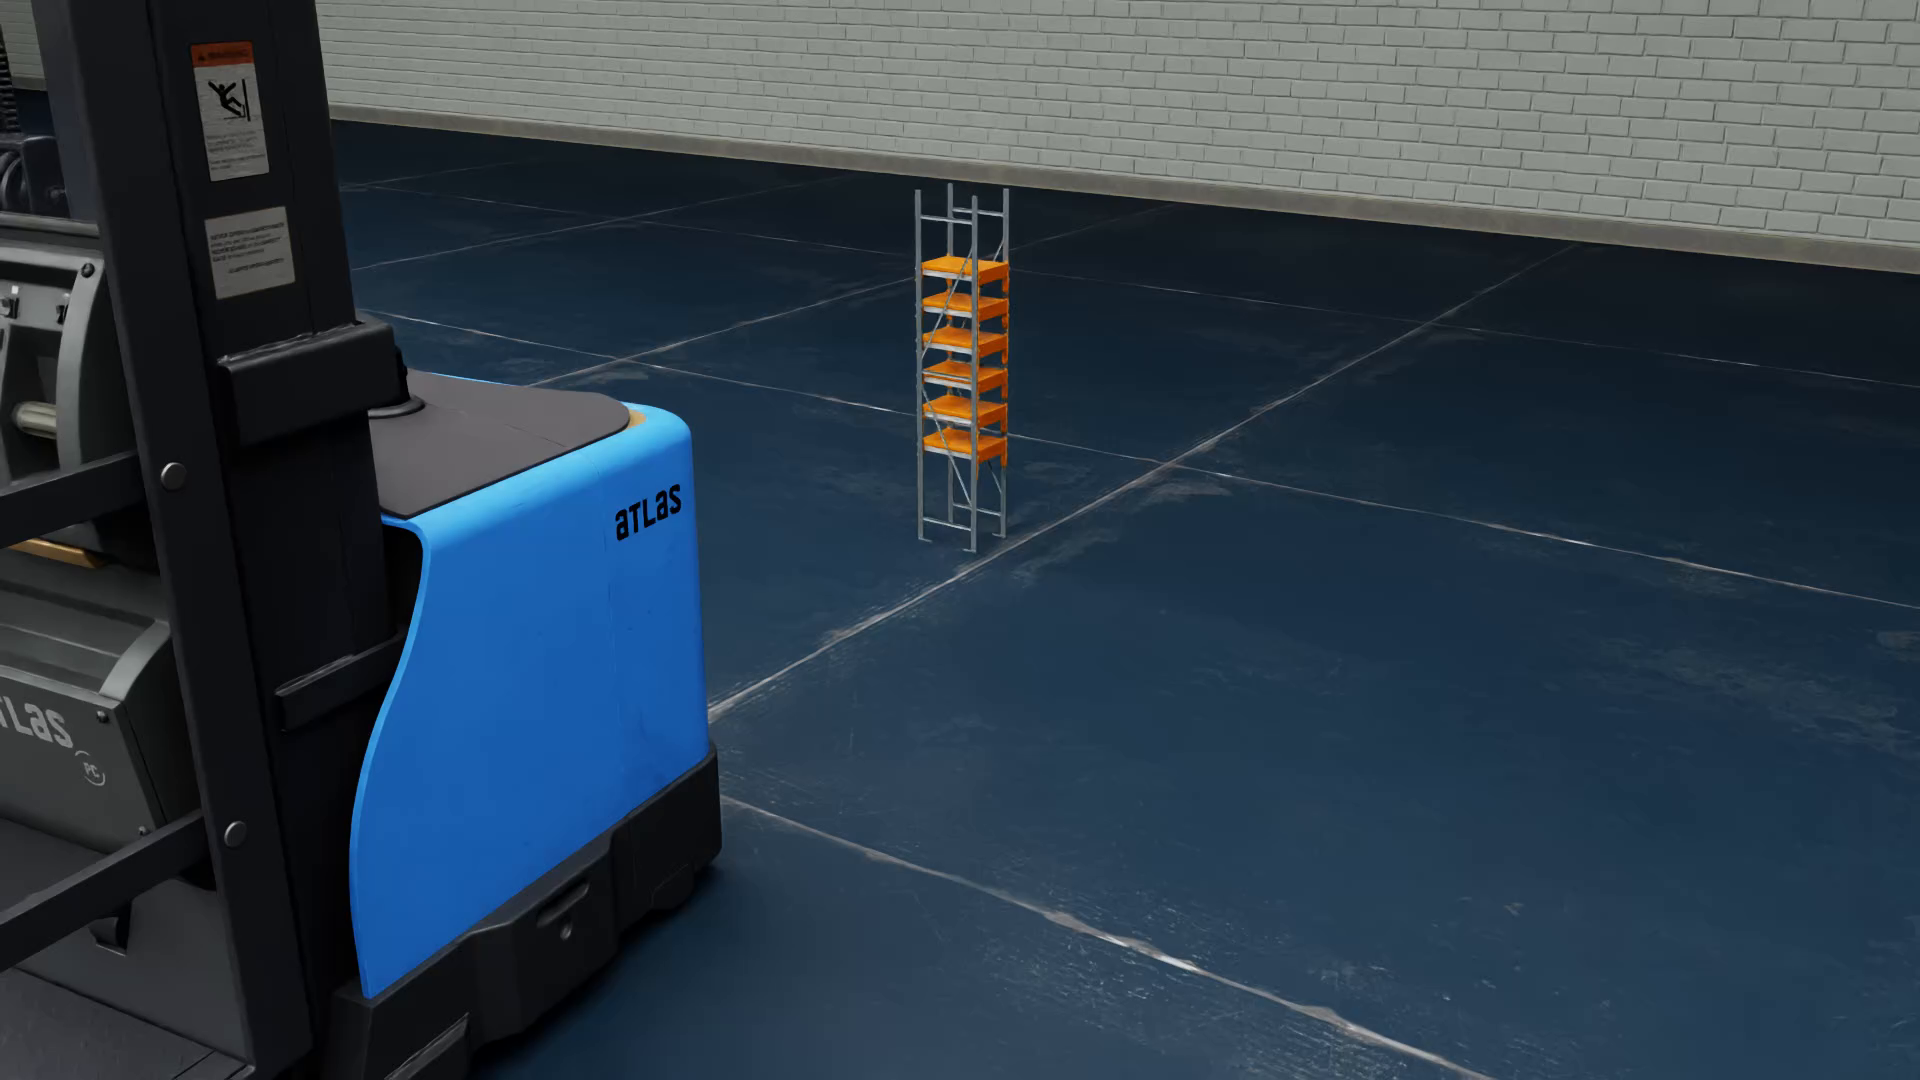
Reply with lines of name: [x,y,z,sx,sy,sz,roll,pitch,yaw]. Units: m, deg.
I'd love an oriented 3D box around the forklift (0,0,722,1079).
forklift: [-1.649,-0.253,2.223,1.130,2.935,3.031,10,23,25]

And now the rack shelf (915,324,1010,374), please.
rack shelf: [0.008,-0.638,5.542,0.258,0.103,0.180,13,24,32]

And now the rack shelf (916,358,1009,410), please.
rack shelf: [0.008,-0.525,5.583,0.258,0.103,0.180,13,24,32]

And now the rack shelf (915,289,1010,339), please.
rack shelf: [0.008,-0.750,5.500,0.258,0.103,0.180,13,24,32]

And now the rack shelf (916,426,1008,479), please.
rack shelf: [0.008,-0.300,5.667,0.258,0.103,0.180,13,24,32]

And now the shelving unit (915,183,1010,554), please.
shelving unit: [0.008,-0.567,5.568,0.258,1.200,0.189,13,24,32]

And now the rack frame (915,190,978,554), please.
rack frame: [-0.043,-0.541,5.497,0.240,1.200,0.006,13,24,32]

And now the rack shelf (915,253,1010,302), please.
rack shelf: [0.008,-0.863,5.459,0.258,0.103,0.180,13,24,32]

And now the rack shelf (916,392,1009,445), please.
rack shelf: [0.008,-0.413,5.625,0.258,0.103,0.180,13,24,32]

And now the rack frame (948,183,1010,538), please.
rack frame: [0.060,-0.593,5.639,0.240,1.200,0.006,13,24,32]
